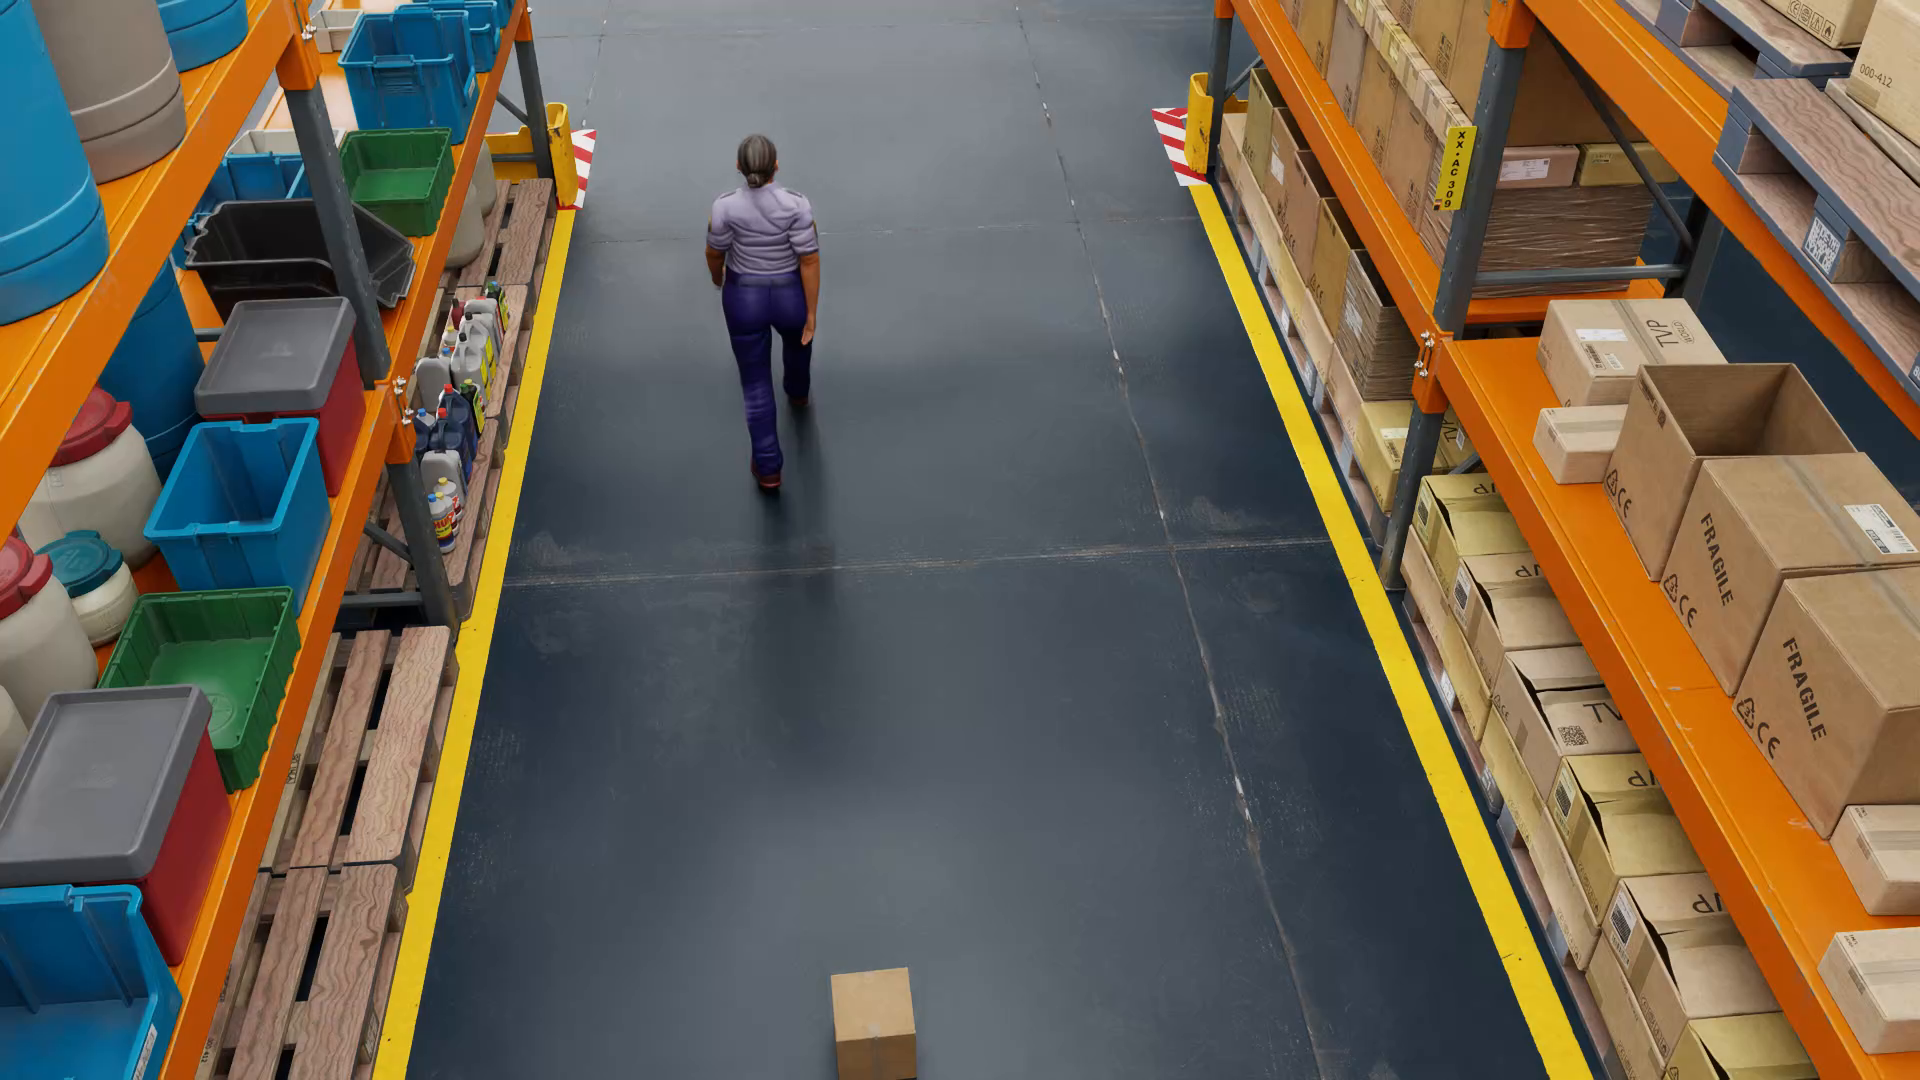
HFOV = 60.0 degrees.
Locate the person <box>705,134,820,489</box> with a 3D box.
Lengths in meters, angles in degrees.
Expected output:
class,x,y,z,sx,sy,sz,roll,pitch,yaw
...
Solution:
class,x,y,z,sx,sy,sz,roll,pitch,yaw
person,-0.887,-1.132,7.530,0.490,1.590,0.978,-7,40,-8
